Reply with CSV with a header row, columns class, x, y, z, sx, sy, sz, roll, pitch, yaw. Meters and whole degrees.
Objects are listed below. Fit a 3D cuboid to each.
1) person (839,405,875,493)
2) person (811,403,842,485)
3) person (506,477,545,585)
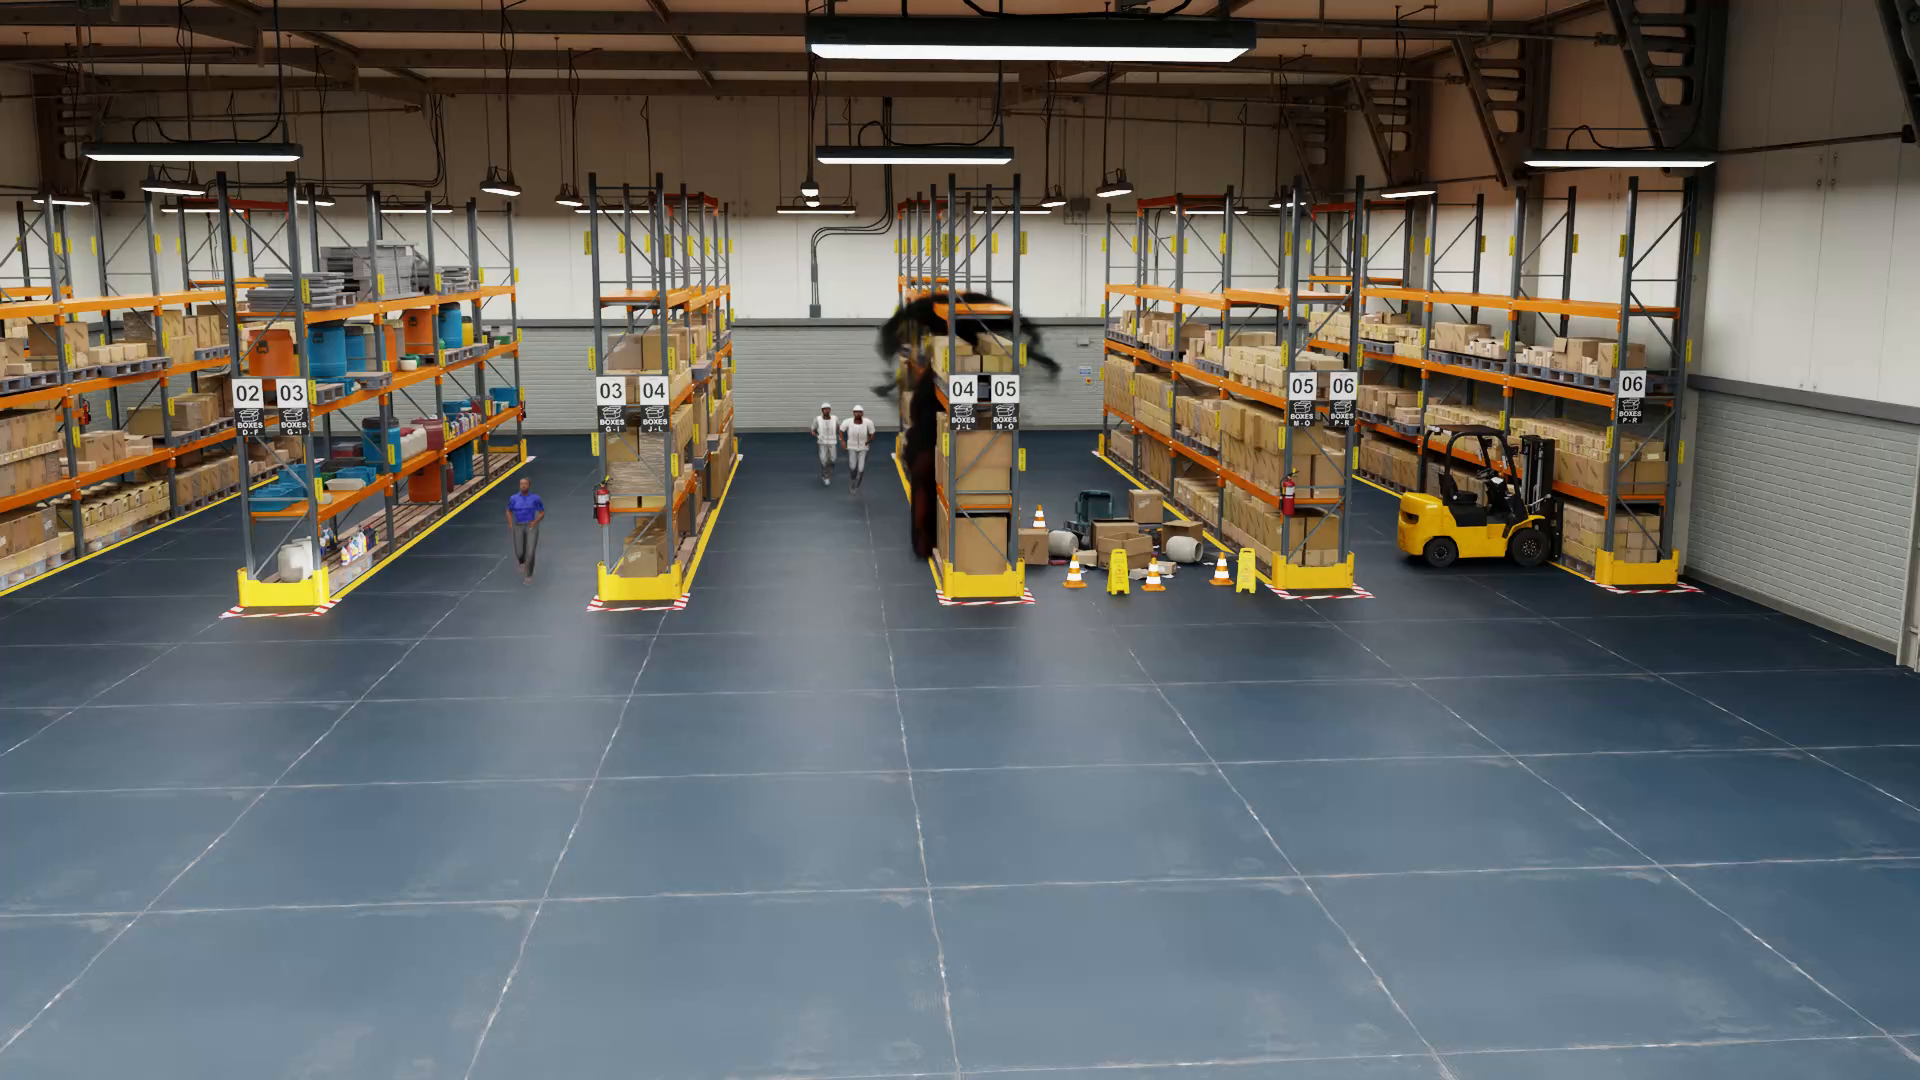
class,x,y,z,sx,sy,sz,roll,pitch,yaw
person,-1.969,-1.739,32.029,0.703,1.727,0.579,-1,10,-8
person,-2.812,-2.037,35.253,0.683,1.737,0.595,-2,10,-10
person,-6.507,-0.135,24.933,0.575,1.602,0.547,-2,10,-9
